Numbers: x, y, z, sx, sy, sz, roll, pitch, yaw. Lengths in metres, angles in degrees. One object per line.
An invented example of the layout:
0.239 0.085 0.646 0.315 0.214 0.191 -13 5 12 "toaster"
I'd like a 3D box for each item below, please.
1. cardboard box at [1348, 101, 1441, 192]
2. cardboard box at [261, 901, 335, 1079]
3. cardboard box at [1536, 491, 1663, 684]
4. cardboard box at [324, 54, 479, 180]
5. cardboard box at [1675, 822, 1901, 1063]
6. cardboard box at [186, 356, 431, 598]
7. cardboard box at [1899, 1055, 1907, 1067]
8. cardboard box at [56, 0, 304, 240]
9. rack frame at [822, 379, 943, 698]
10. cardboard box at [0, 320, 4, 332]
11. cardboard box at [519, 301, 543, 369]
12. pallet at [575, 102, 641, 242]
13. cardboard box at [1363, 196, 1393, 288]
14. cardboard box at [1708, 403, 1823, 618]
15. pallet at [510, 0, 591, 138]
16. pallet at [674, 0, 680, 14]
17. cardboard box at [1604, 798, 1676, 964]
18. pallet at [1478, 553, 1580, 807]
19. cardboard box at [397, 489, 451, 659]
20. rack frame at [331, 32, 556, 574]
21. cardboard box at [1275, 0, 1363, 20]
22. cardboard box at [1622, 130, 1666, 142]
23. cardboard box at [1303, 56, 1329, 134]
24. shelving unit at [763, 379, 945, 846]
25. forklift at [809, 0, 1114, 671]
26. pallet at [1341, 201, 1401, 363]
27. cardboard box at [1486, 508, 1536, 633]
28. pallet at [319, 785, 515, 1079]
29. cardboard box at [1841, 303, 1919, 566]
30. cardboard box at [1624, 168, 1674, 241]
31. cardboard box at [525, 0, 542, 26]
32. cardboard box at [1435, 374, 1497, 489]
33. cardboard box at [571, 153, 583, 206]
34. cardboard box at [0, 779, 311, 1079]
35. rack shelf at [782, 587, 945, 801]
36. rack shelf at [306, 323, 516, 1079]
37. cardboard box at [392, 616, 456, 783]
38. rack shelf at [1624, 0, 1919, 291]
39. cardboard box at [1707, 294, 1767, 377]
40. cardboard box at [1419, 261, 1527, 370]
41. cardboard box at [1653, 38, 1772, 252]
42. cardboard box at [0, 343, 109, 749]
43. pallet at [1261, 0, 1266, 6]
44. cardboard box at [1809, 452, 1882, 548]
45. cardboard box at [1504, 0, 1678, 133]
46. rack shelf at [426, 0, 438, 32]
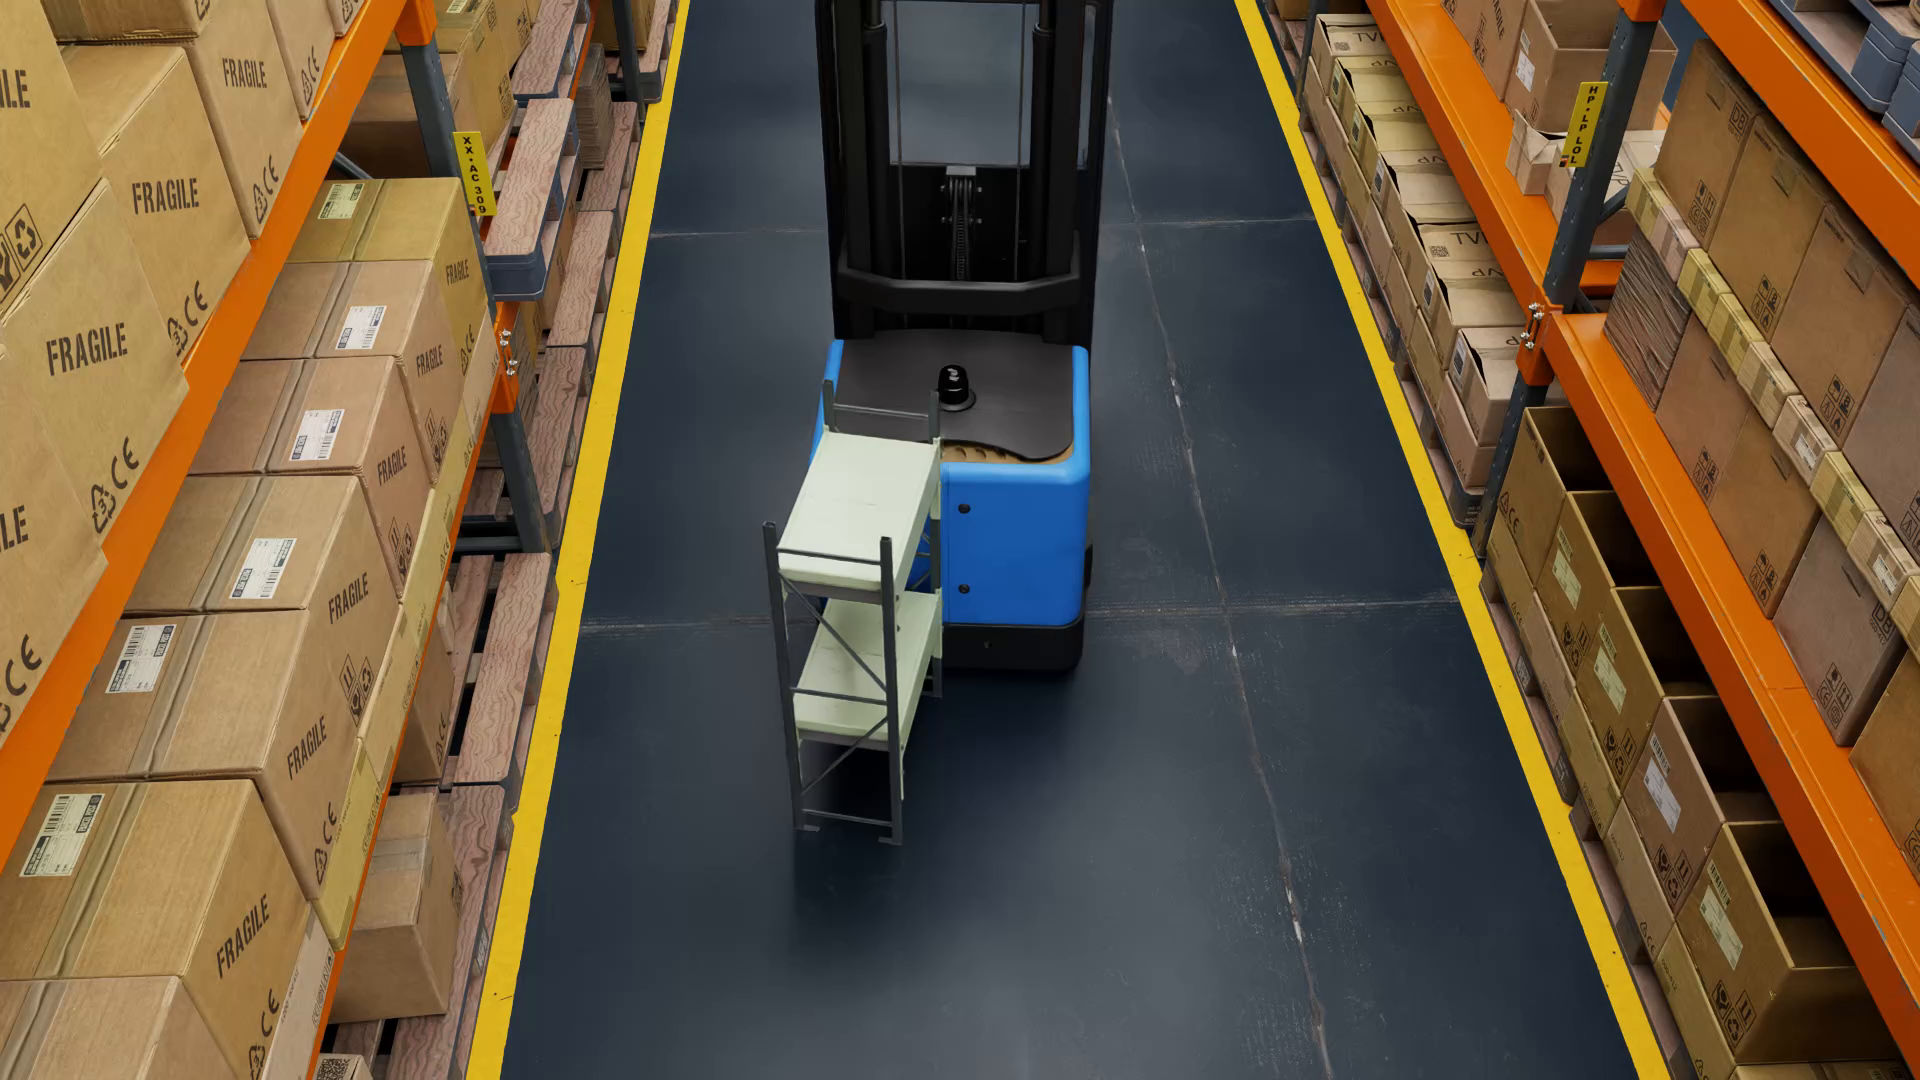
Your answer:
2.332 -2.061 8.588 0.500 0.311 0.500 -3 43 -3 "cardboard box"
-1.796 1.131 3.893 0.500 0.250 0.500 -3 43 -3 "cardboard box"
2.459 0.168 6.016 0.500 0.500 0.500 -2 43 -2 "cardboard box"
-2.214 -1.473 6.237 0.700 0.500 0.500 -2 43 -2 "cardboard box"
2.515 1.181 4.911 0.500 0.500 0.500 -2 43 -2 "cardboard box"
-1.860 -0.170 4.757 0.500 0.500 0.500 -3 43 -3 "cardboard box"
3.046 1.442 5.181 0.500 0.250 0.500 -2 43 -2 "cardboard box"
-1.888 -1.030 3.846 0.500 0.500 0.500 -3 43 -3 "cardboard box"
-0.268 0.040 6.096 0.400 1.500 0.023 7 43 8 "rack frame"
-1.801 -0.354 2.368 0.500 0.500 0.500 -2 43 -2 "cardboard box"
-2.347 -1.014 7.660 0.700 0.500 0.500 -2 43 -3 "cardboard box"
-2.365 -2.074 9.356 1.003 0.211 1.213 -2 43 -2 "pallet"
2.353 -1.517 8.409 0.500 0.250 0.500 -1 43 -1 "cardboard box"
2.794 -0.117 5.083 0.700 0.500 0.500 -1 43 -1 "cardboard box"
-2.271 -2.224 7.598 1.003 0.211 1.213 -2 43 -2 "pallet"
-2.403 -3.958 11.411 1.003 0.211 1.213 -2 43 -2 "pallet"
2.499 1.120 5.533 0.500 0.250 0.500 -2 43 -2 "cardboard box"
2.714 0.492 6.557 1.003 0.211 1.213 -2 43 -2 "pallet"
-1.854 0.106 5.011 0.500 0.250 0.500 -2 43 -2 "cardboard box"
-2.227 -0.929 6.044 1.000 3.000 0.127 -2 43 -2 "rack frame"
2.278 -3.639 10.525 0.500 0.500 0.500 0 43 0 "cardboard box"
2.889 -1.585 6.945 0.380 0.149 0.250 -2 43 -2 "cardboard box"
2.281 -2.553 9.540 0.500 0.250 0.500 -2 43 -2 "cardboard box"
-0.336 0.283 5.831 0.431 1.500 0.755 7 43 8 "shelving unit"
0.025 -1.545 6.766 1.130 2.935 3.031 2 43 2 "forklift"
2.597 -1.368 8.586 1.003 0.211 1.213 -2 43 -2 "pallet"
2.439 0.107 6.638 0.500 0.250 0.500 -2 43 -2 "cardboard box"
-2.108 1.377 5.592 1.003 0.211 1.213 -2 43 -2 "pallet"
2.812 -0.273 4.294 0.700 0.500 0.500 -2 43 -2 "cardboard box"
2.540 -1.163 5.745 0.380 0.149 0.250 -2 43 -2 "cardboard box"
-2.291 -2.671 7.544 0.700 0.500 0.500 -2 43 -2 "cardboard box"
2.415 -0.487 7.285 0.500 0.250 0.500 -2 43 -2 "cardboard box"
-2.408 -2.034 8.774 0.700 0.500 0.500 -2 43 -2 "cardboard box"
-1.788 0.878 3.614 0.500 0.500 0.500 -2 43 -2 "cardboard box"
-0.336 0.524 6.051 0.431 0.370 0.720 7 43 8 "rack shelf"
-2.142 0.686 4.814 1.077 0.370 4.000 -2 43 -2 "rack shelf"
-2.142 0.530 5.976 0.500 0.500 0.500 -5 43 -5 "cardboard box"
2.807 -0.564 3.958 1.077 0.370 4.000 -2 43 -2 "rack shelf"
2.576 -0.642 5.177 0.380 0.149 0.250 -2 43 -2 "cardboard box"
2.391 -1.038 7.472 0.500 0.311 0.500 -1 43 -1 "cardboard box"
2.748 -1.289 5.403 0.700 0.500 0.500 -1 43 -2 "cardboard box"
-1.808 0.025 2.694 0.500 0.500 0.500 1 43 1 "cardboard box"
2.510 -4.073 11.537 1.003 0.211 1.213 -2 43 -2 "pallet"
2.610 -0.117 4.604 0.380 0.149 0.250 -2 43 -2 "cardboard box"
2.684 -1.985 7.122 0.500 0.500 0.500 1 43 1 "cardboard box"
-2.311 -3.120 6.746 1.077 0.370 4.000 -2 43 -2 "rack shelf"
